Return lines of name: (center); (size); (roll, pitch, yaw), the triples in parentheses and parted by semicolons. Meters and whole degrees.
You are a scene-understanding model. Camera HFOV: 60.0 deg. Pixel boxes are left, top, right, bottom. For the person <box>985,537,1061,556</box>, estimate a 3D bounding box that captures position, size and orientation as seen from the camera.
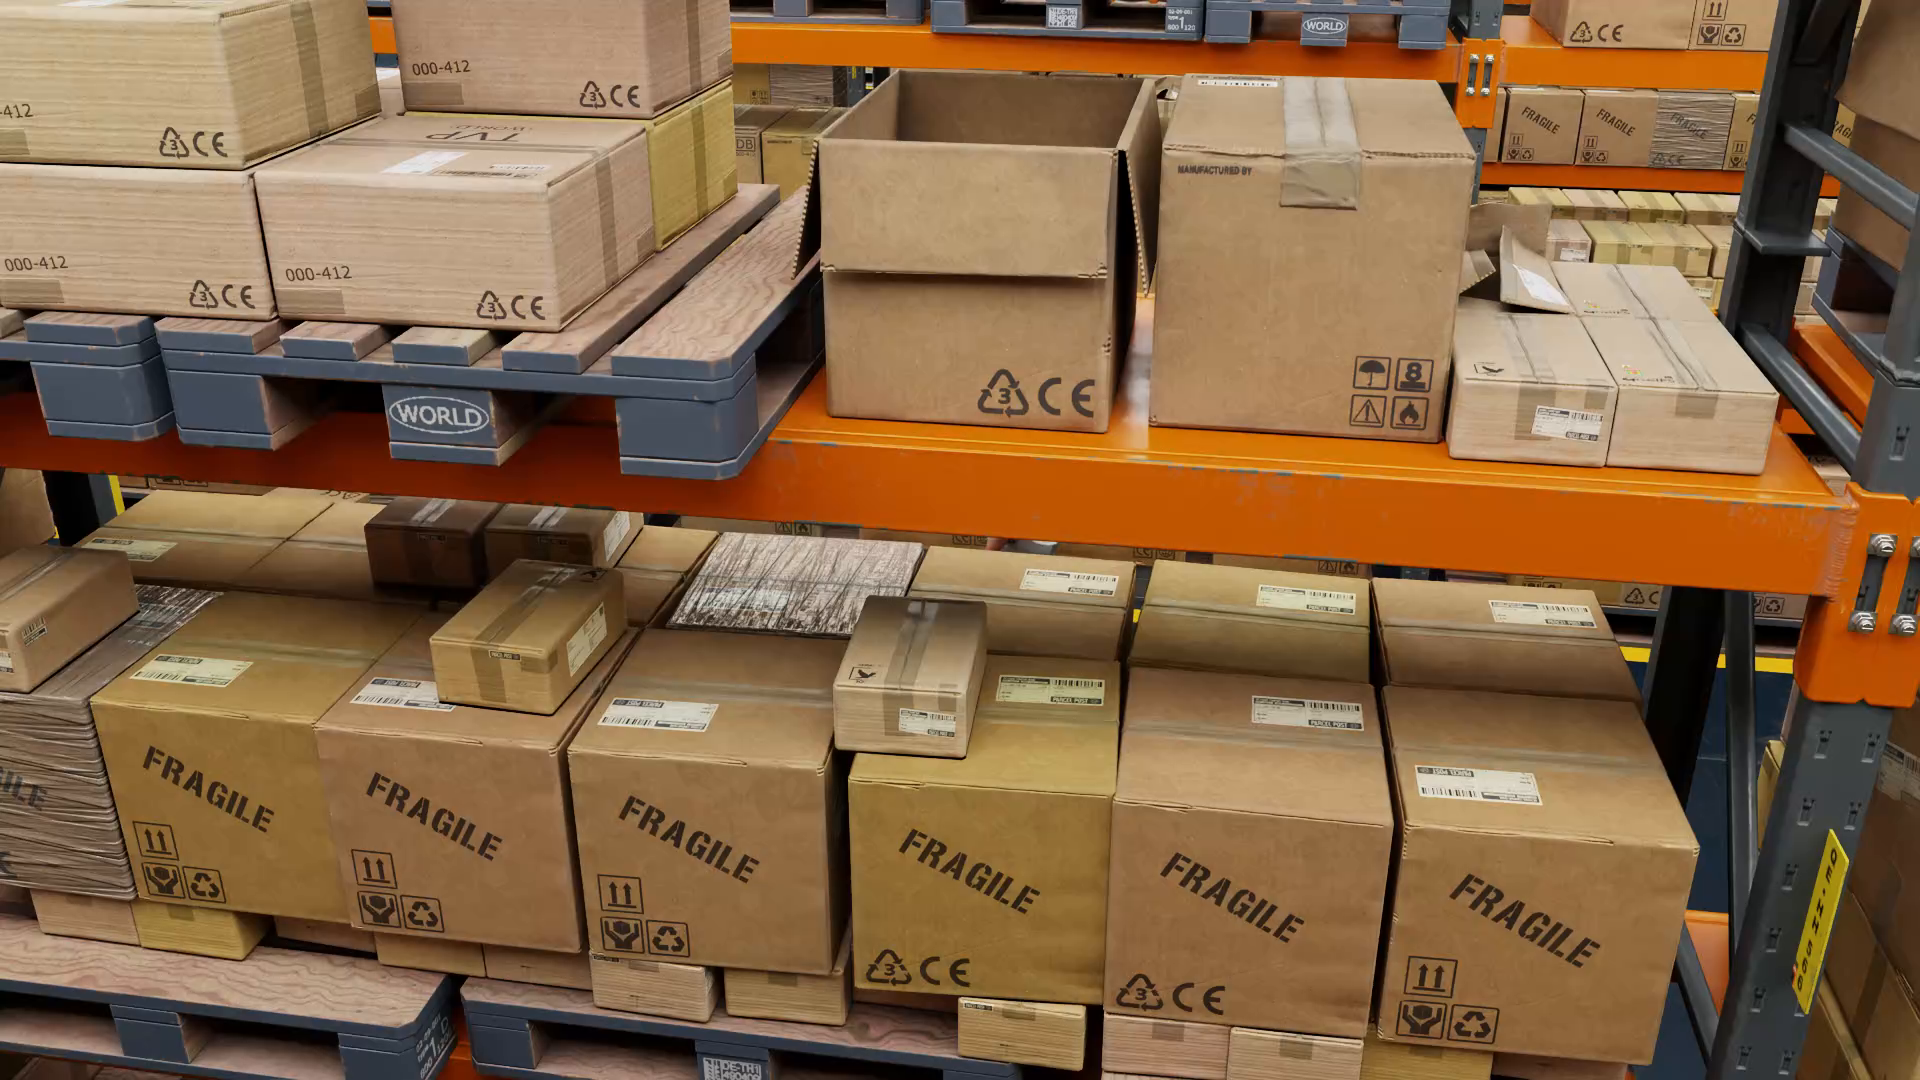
person: (0.209, -0.089, 7.233); (0.573, 1.782, 0.642); (10, 26, 20)
